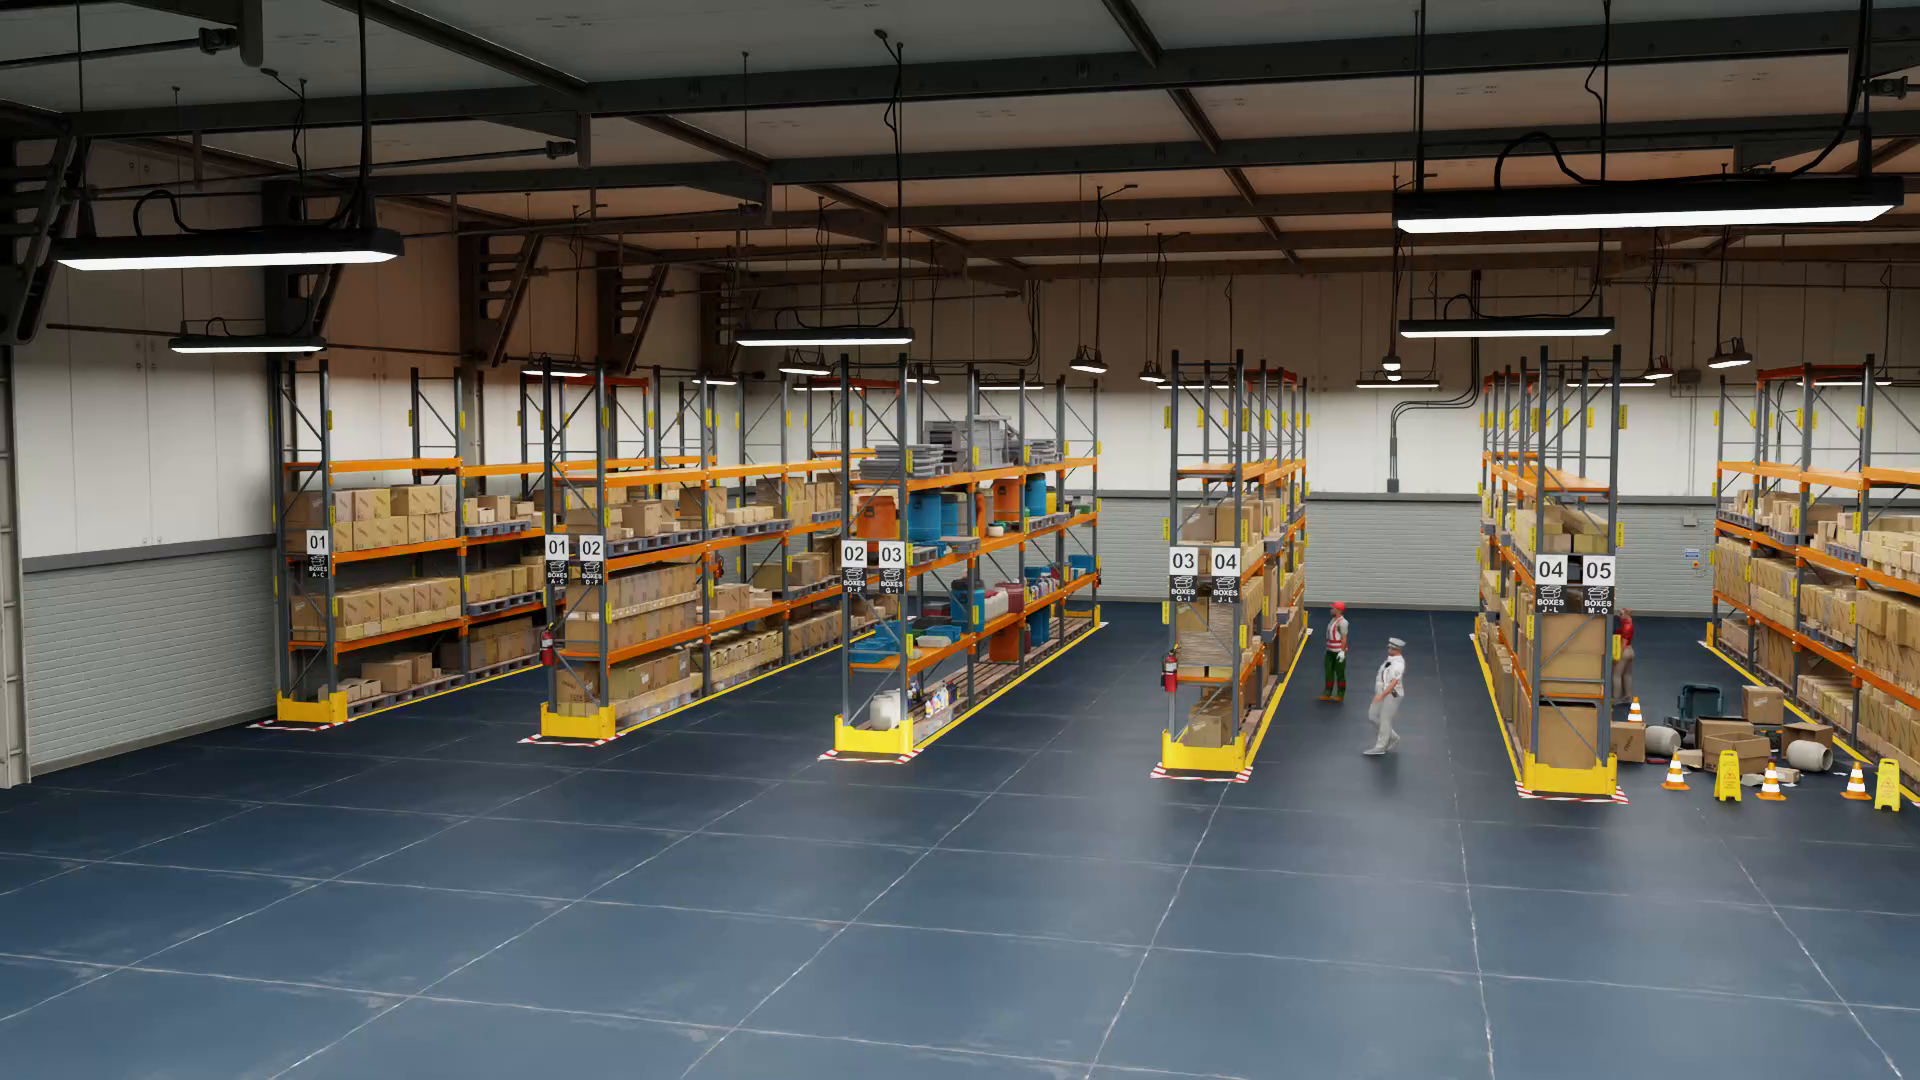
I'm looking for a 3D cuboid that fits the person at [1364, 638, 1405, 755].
[{"bbox_3d":[6.343,2.338,24.916,0.623,1.755,0.606,-1,4,-13],"label":"person"}]

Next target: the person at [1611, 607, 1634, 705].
[{"bbox_3d":[11.660,2.049,29.322,0.605,1.733,0.459,-4,6,-43],"label":"person"}]

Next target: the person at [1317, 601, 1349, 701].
[{"bbox_3d":[6.658,1.985,29.583,0.475,1.792,0.550,-2,5,-25],"label":"person"}]

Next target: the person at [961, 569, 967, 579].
[{"bbox_3d":[0.074,1.511,36.753,0.602,1.733,0.554,2,5,30],"label":"person"}]
